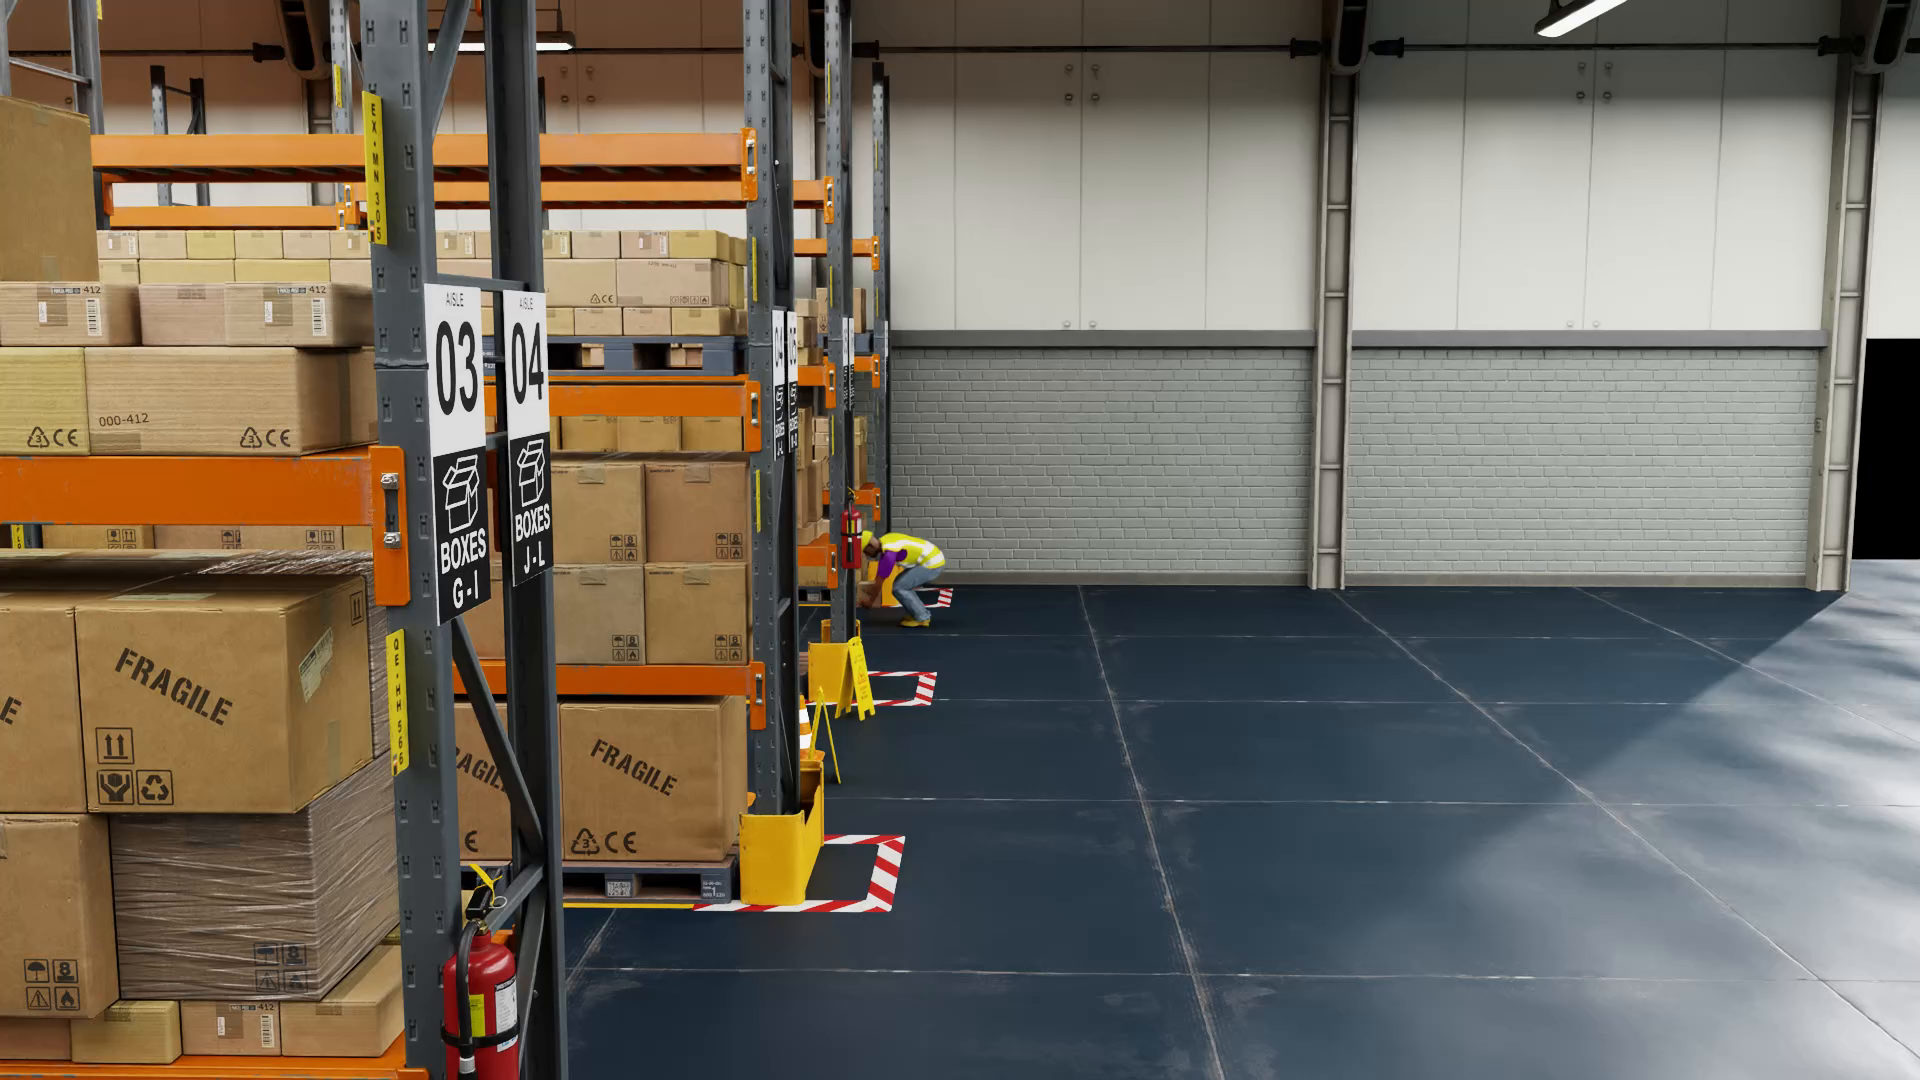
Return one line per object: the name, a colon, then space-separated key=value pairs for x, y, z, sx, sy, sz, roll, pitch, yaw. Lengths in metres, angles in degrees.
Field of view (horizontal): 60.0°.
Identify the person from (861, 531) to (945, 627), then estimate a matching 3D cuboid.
person: x=-0.629 y=0.401 z=17.529 sx=0.952 sy=1.009 sz=0.504 roll=0 pitch=7 yaw=-1
